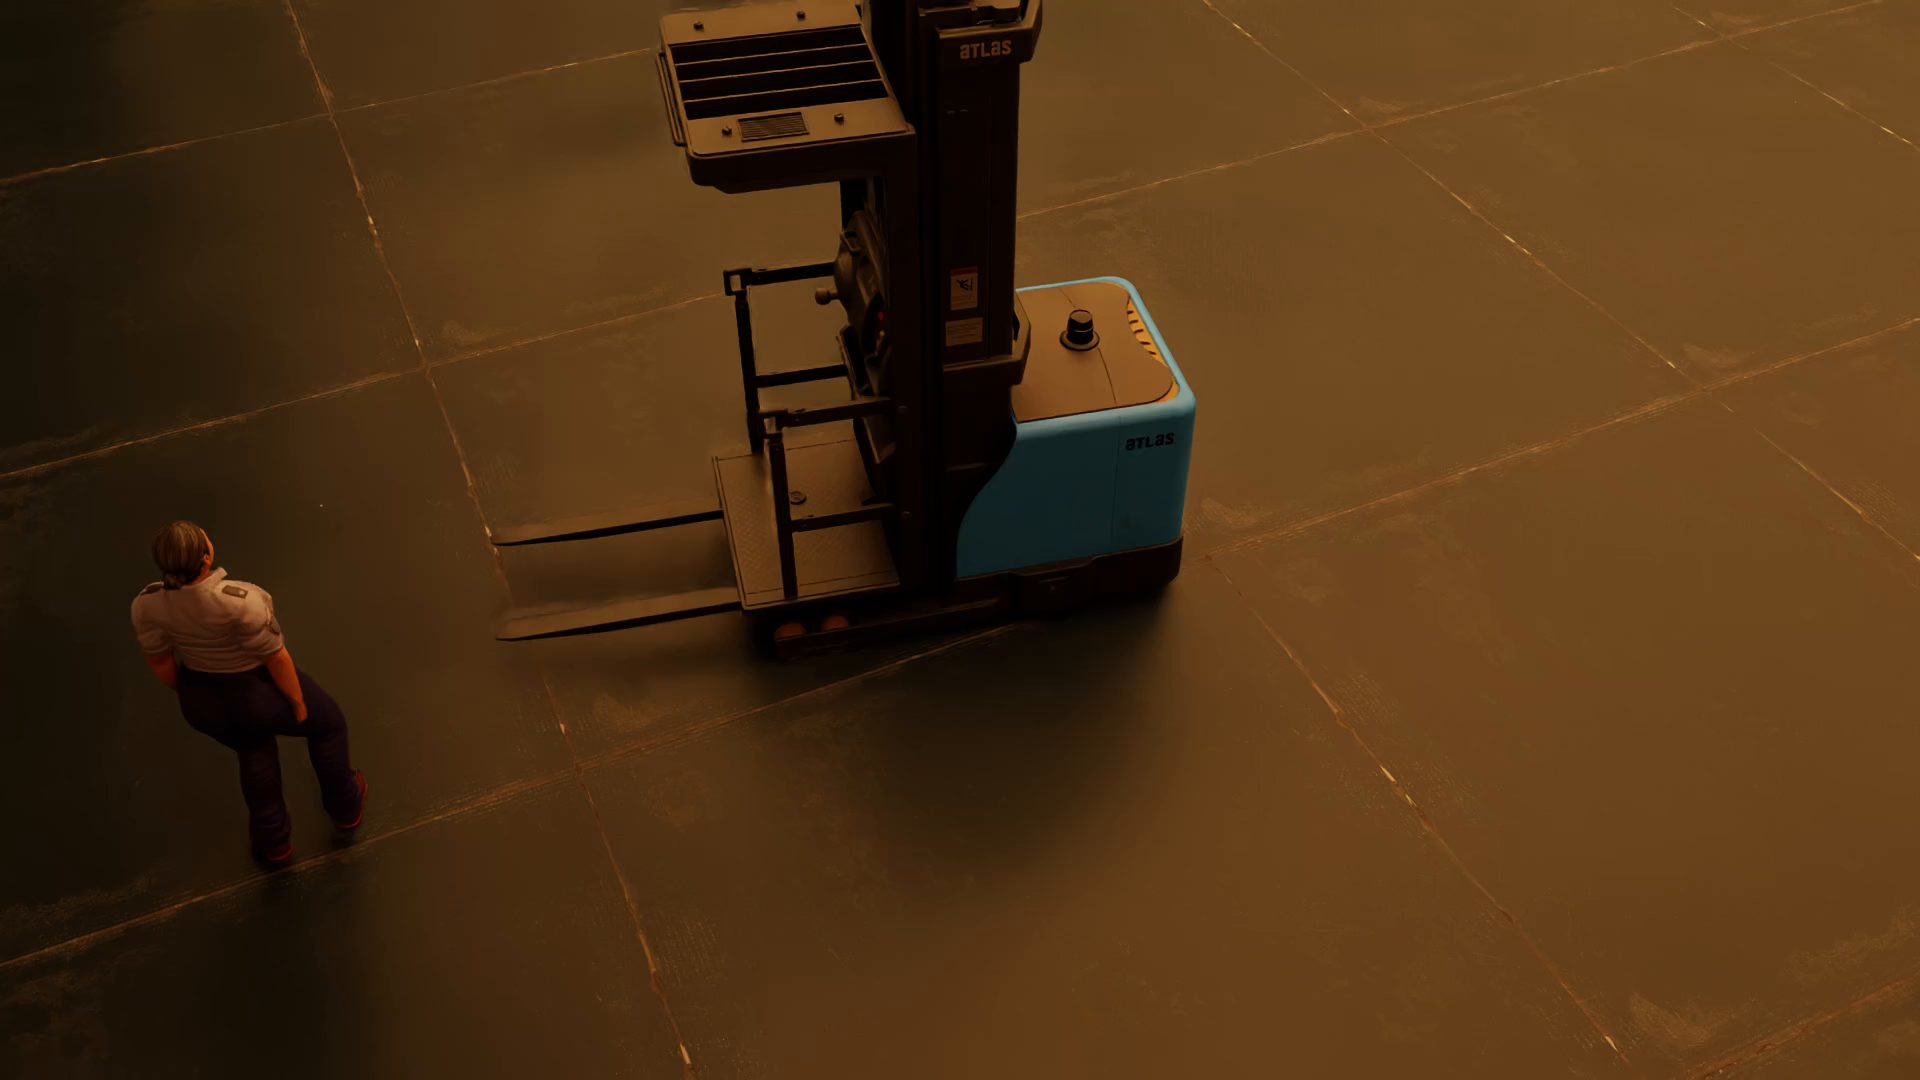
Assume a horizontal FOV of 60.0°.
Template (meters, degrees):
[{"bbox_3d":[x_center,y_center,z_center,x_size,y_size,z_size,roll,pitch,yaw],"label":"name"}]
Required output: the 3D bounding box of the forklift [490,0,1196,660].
[{"bbox_3d":[-0.575,-0.948,6.695,3.031,2.935,1.130,-9,44,-10],"label":"forklift"}]

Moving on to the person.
[{"bbox_3d":[-2.609,0.523,6.060,0.516,1.608,0.465,1,43,1],"label":"person"}]
